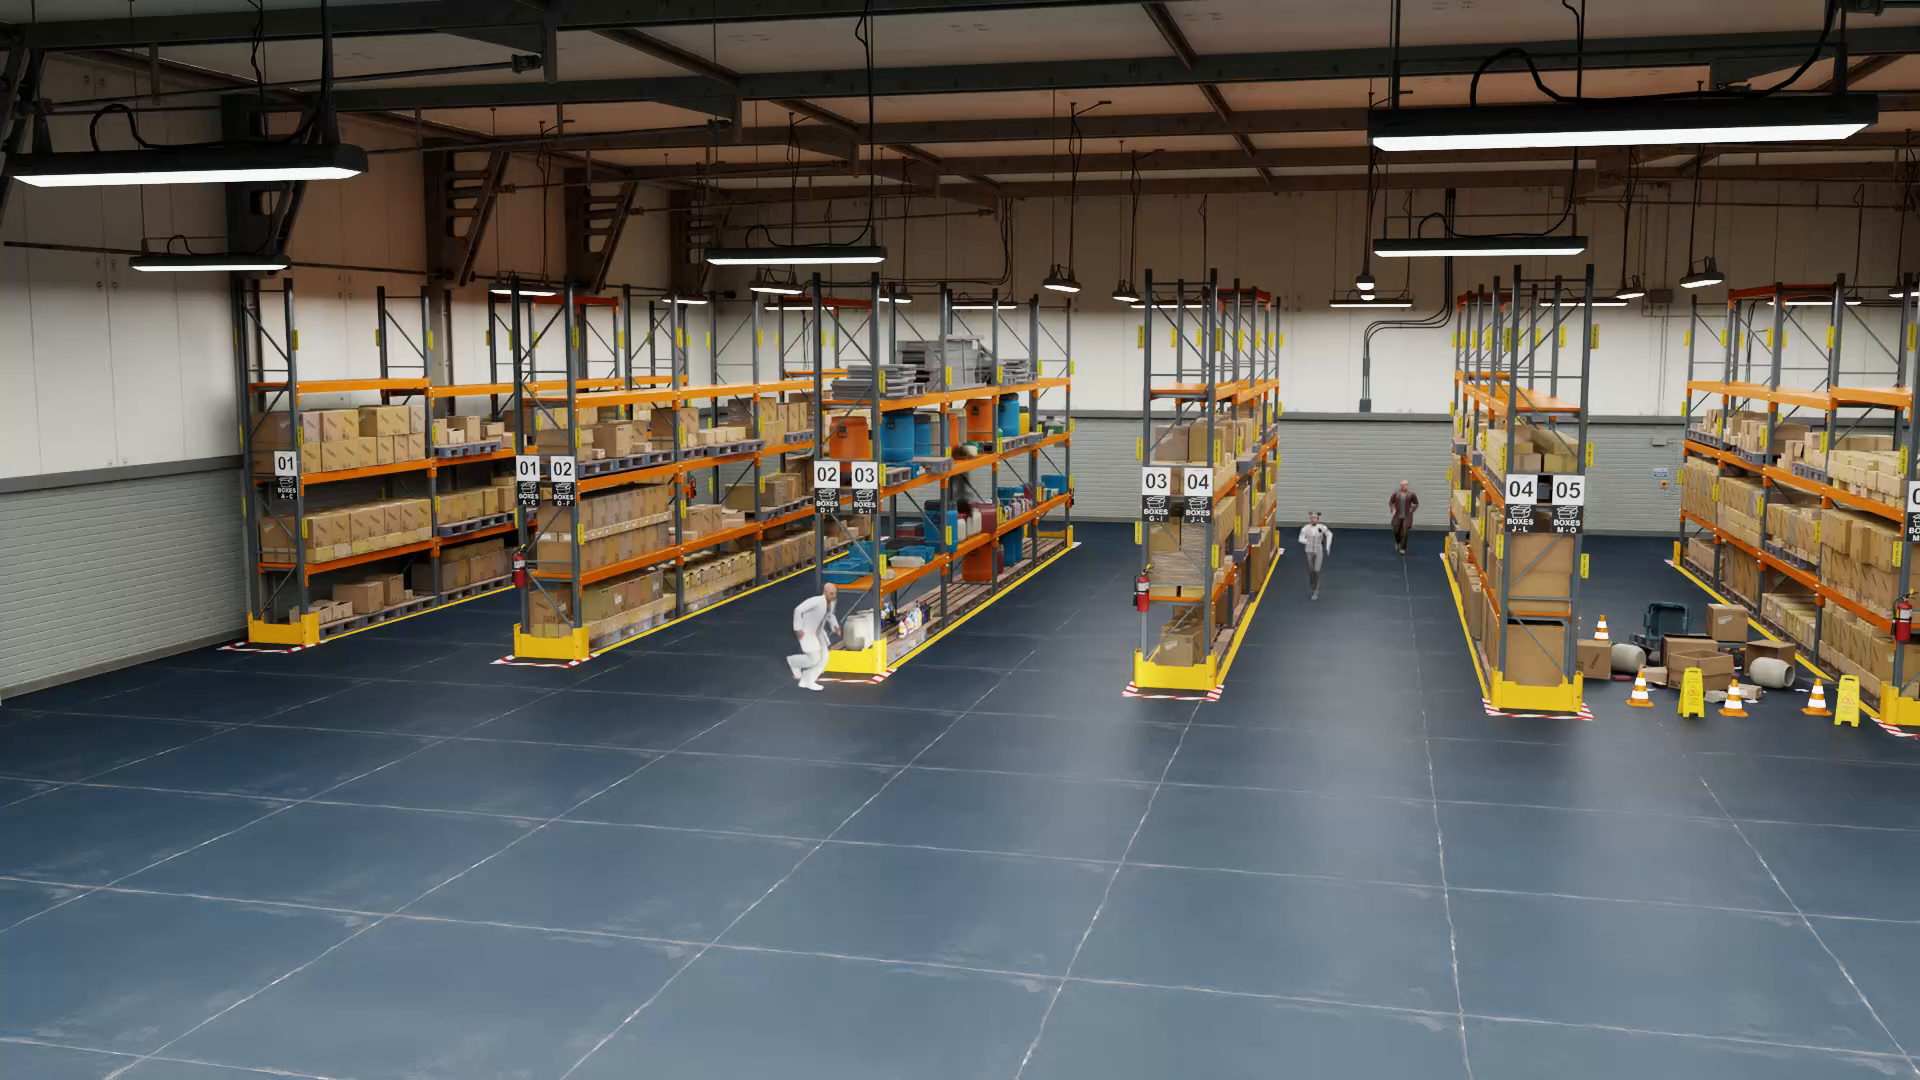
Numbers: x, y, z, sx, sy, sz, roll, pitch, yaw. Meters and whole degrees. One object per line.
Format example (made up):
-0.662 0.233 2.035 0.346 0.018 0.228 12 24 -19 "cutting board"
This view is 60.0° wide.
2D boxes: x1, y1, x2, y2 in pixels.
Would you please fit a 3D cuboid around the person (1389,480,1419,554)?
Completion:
10.395 -0.536 39.019 0.705 1.728 0.663 3 7 21 "person"

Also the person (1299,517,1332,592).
6.898 0.221 32.360 0.591 1.540 0.804 3 7 21 "person"

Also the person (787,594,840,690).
-2.194 1.454 23.901 0.784 1.427 0.731 5 9 36 "person"
